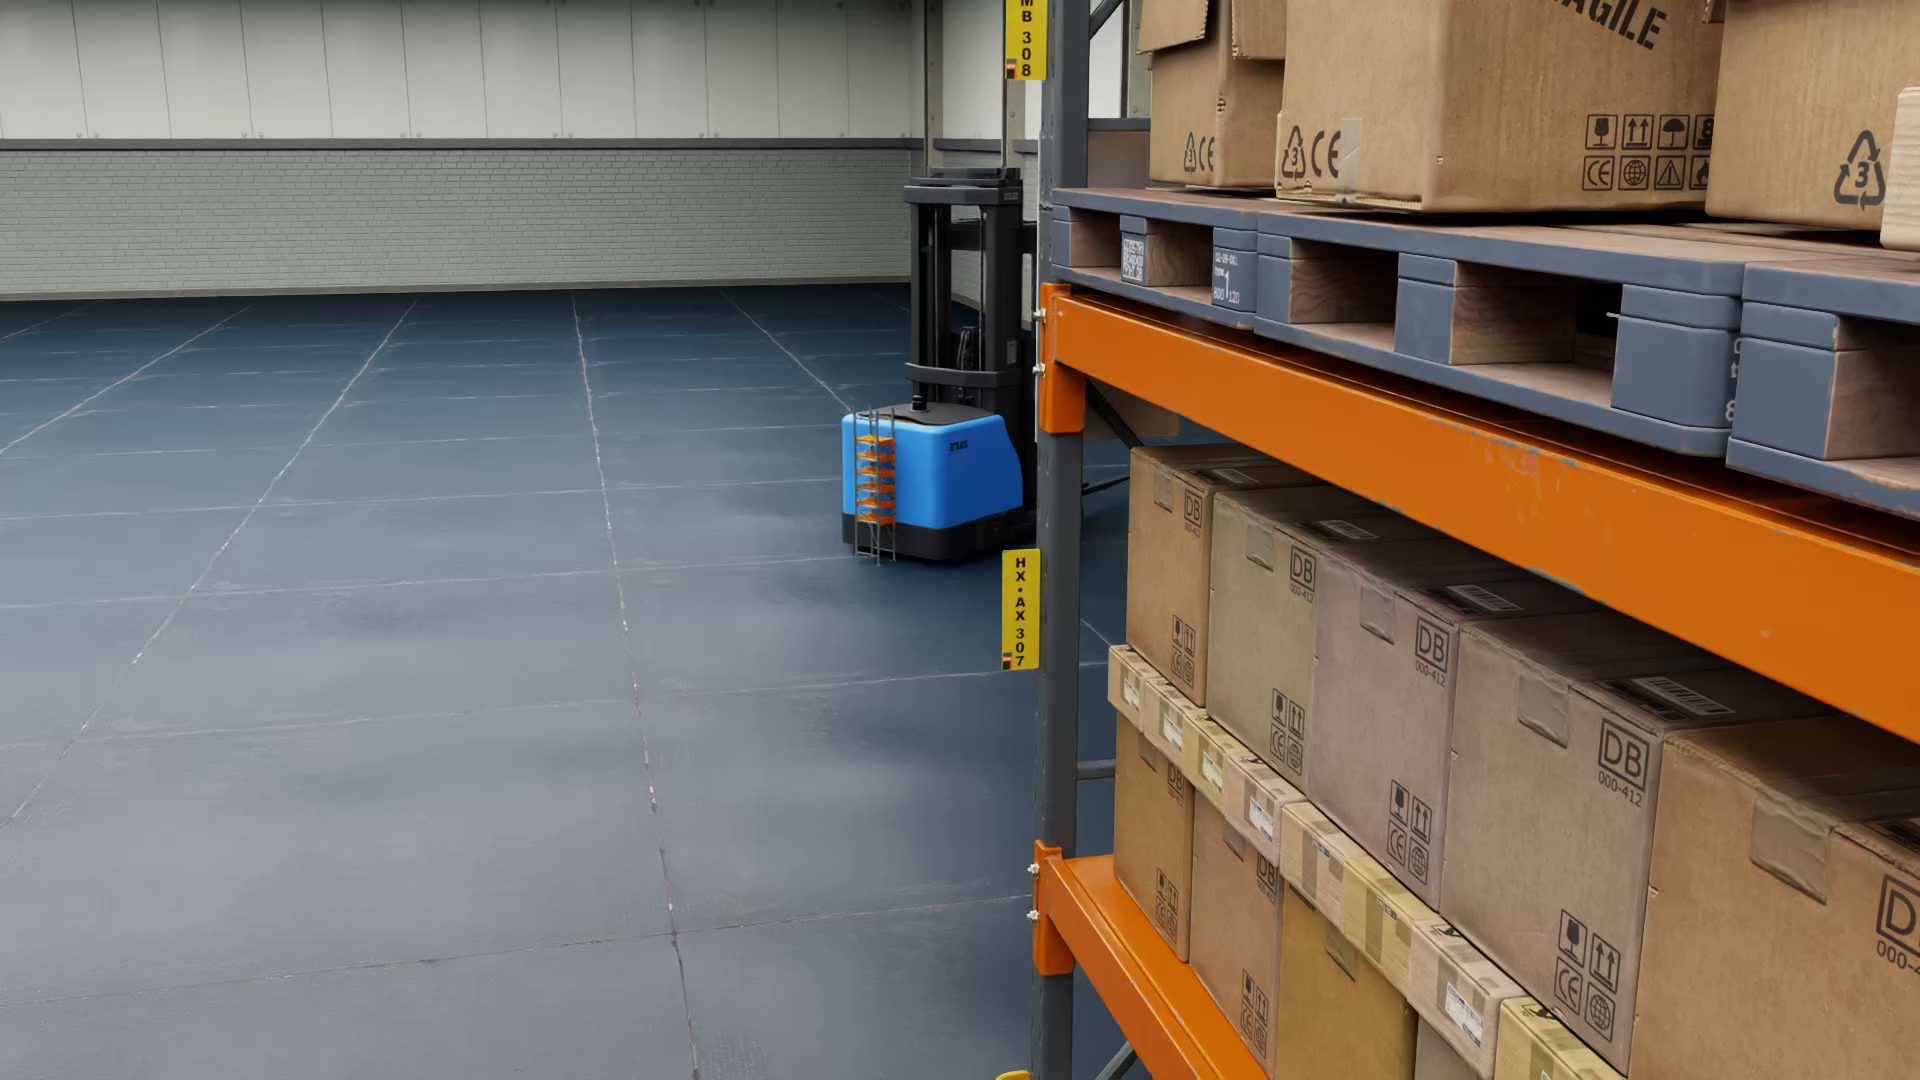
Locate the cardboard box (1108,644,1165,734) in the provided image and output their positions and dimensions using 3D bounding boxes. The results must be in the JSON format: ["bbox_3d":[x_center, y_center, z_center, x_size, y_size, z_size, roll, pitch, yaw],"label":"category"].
[{"bbox_3d":[0.584,0.352,4.089,0.380,0.149,0.250,-3,14,-14],"label":"cardboard box"}]

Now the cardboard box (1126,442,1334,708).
[{"bbox_3d":[0.810,0.055,3.938,0.700,0.500,0.500,-3,14,-13],"label":"cardboard box"}]

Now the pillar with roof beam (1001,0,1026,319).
[{"bbox_3d":[-3.301,-7.762,26.236,9.100,9.000,0.400,-3,14,-13],"label":"pillar with roof beam"}]

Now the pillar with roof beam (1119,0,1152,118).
[{"bbox_3d":[-1.892,-6.378,20.570,9.100,9.000,0.400,-3,14,-13],"label":"pillar with roof beam"}]

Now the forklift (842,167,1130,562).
[{"bbox_3d":[0.368,-1.553,13.607,1.130,2.935,3.031,10,17,36],"label":"forklift"}]

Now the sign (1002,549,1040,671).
[{"bbox_3d":[0.160,0.184,4.365,0.100,0.325,0.005,-3,14,-13],"label":"sign"}]

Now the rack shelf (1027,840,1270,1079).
[{"bbox_3d":[1.170,1.424,2.795,1.077,0.370,4.000,-3,14,-13],"label":"rack shelf"}]

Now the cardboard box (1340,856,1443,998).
[{"bbox_3d":[0.888,0.649,2.874,0.380,0.149,0.250,-3,14,-14],"label":"cardboard box"}]

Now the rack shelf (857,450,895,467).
[{"bbox_3d":[-0.647,-0.604,12.548,0.258,0.103,0.180,10,17,36],"label":"rack shelf"}]

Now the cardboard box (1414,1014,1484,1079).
[{"bbox_3d":[1.164,1.030,2.681,0.700,0.500,0.500,-3,14,-11],"label":"cardboard box"}]

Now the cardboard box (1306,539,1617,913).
[{"bbox_3d":[1.058,0.292,2.967,0.700,0.500,0.500,-3,14,-13],"label":"cardboard box"}]

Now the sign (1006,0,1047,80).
[{"bbox_3d":[0.160,-1.278,4.008,0.100,0.325,0.005,-3,14,-13],"label":"sign"}]

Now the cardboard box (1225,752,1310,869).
[{"bbox_3d":[0.763,0.529,3.366,0.380,0.149,0.250,-4,14,-14],"label":"cardboard box"}]

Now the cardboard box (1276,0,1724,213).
[{"bbox_3d":[0.825,-0.766,2.533,0.500,0.500,0.500,-3,14,-13],"label":"cardboard box"}]

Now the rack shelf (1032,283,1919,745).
[{"bbox_3d":[1.170,-0.033,2.439,1.077,0.370,4.000,-3,14,-13],"label":"rack shelf"}]

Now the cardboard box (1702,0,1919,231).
[{"bbox_3d":[1.376,-0.630,1.970,0.797,0.503,0.637,-2,14,-7],"label":"cardboard box"}]

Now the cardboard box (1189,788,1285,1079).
[{"bbox_3d":[0.926,0.794,3.647,0.700,0.500,0.500,-3,14,-12],"label":"cardboard box"}]

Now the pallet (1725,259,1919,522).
[{"bbox_3d":[1.415,-0.074,1.275,1.003,0.211,1.213,-3,14,-13],"label":"pallet"}]

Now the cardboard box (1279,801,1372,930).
[{"bbox_3d":[0.828,0.590,3.115,0.380,0.149,0.250,-4,14,-15],"label":"cardboard box"}]

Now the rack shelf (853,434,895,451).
[{"bbox_3d":[-0.647,-0.721,12.520,0.258,0.103,0.180,10,17,36],"label":"rack shelf"}]

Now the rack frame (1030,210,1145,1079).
[{"bbox_3d":[0.701,0.613,4.598,1.000,3.000,0.127,-3,14,-13],"label":"rack frame"}]

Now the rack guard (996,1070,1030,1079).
[{"bbox_3d":[0.695,1.822,4.917,1.175,0.500,0.348,-3,14,-13],"label":"rack guard"}]

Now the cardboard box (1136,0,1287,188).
[{"bbox_3d":[0.832,-1.034,3.619,0.797,0.503,0.637,-2,14,-9],"label":"cardboard box"}]

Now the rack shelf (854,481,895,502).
[{"bbox_3d":[-0.647,-0.371,12.605,0.258,0.103,0.180,10,17,36],"label":"rack shelf"}]

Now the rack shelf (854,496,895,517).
[{"bbox_3d":[-0.647,-0.255,12.634,0.258,0.103,0.180,10,17,36],"label":"rack shelf"}]

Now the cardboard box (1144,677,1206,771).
[{"bbox_3d":[0.648,0.413,3.841,0.380,0.149,0.250,-4,14,-15],"label":"cardboard box"}]

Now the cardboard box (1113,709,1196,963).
[{"bbox_3d":[0.798,0.673,4.142,0.700,0.500,0.500,-3,14,-13],"label":"cardboard box"}]

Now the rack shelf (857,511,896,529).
[{"bbox_3d":[-0.647,-0.138,12.662,0.258,0.103,0.180,10,17,36],"label":"rack shelf"}]

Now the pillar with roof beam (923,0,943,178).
[{"bbox_3d":[-4.710,-9.146,31.901,9.100,9.000,0.400,-3,14,-13],"label":"pillar with roof beam"}]

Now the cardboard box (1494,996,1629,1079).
[{"bbox_3d":[1.006,0.767,2.389,0.380,0.149,0.250,-3,14,-11],"label":"cardboard box"}]

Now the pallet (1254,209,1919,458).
[{"bbox_3d":[1.132,-0.355,2.424,1.003,0.211,1.213,-3,14,-13],"label":"pallet"}]

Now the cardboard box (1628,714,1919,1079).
[{"bbox_3d":[1.293,0.523,2.022,0.700,0.500,0.500,-3,14,-13],"label":"cardboard box"}]

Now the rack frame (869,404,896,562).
[{"bbox_3d":[-0.591,-0.432,12.665,0.240,1.200,0.006,10,17,36],"label":"rack frame"}]

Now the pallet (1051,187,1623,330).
[{"bbox_3d":[0.842,-0.637,3.579,1.003,0.211,1.213,-3,14,-13],"label":"pallet"}]

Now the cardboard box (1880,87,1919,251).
[{"bbox_3d":[1.091,-0.334,1.505,0.380,0.149,0.250,-3,14,-13],"label":"cardboard box"}]

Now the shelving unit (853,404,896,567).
[{"bbox_3d":[-0.647,-0.414,12.595,0.258,1.200,0.189,10,17,36],"label":"shelving unit"}]

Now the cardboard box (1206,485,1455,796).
[{"bbox_3d":[0.939,0.176,3.443,0.700,0.500,0.500,-4,14,-15],"label":"cardboard box"}]

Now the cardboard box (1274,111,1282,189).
[{"bbox_3d":[0.806,-0.713,3.054,0.380,0.149,0.250,-3,14,-13],"label":"cardboard box"}]

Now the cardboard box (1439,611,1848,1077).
[{"bbox_3d":[1.176,0.408,2.494,0.700,0.500,0.500,-3,14,-13],"label":"cardboard box"}]

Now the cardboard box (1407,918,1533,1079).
[{"bbox_3d":[0.944,0.706,2.638,0.380,0.149,0.250,-3,14,-13],"label":"cardboard box"}]

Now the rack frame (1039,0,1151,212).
[{"bbox_3d":[0.701,-2.301,3.886,1.000,3.000,0.127,-3,14,-13],"label":"rack frame"}]

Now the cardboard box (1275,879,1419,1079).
[{"bbox_3d":[1.037,0.909,3.177,0.700,0.500,0.500,-3,14,-13],"label":"cardboard box"}]

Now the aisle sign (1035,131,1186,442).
[{"bbox_3d":[0.388,-0.648,4.281,0.394,0.787,0.004,-3,14,-13],"label":"aisle sign"}]

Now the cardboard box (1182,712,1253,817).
[{"bbox_3d":[0.705,0.470,3.605,0.380,0.149,0.250,-3,14,-13],"label":"cardboard box"}]

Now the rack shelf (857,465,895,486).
[{"bbox_3d":[-0.647,-0.488,12.577,0.258,0.103,0.180,10,17,36],"label":"rack shelf"}]

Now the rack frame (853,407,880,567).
[{"bbox_3d":[-0.703,-0.397,12.524,0.240,1.200,0.006,10,17,36],"label":"rack frame"}]
